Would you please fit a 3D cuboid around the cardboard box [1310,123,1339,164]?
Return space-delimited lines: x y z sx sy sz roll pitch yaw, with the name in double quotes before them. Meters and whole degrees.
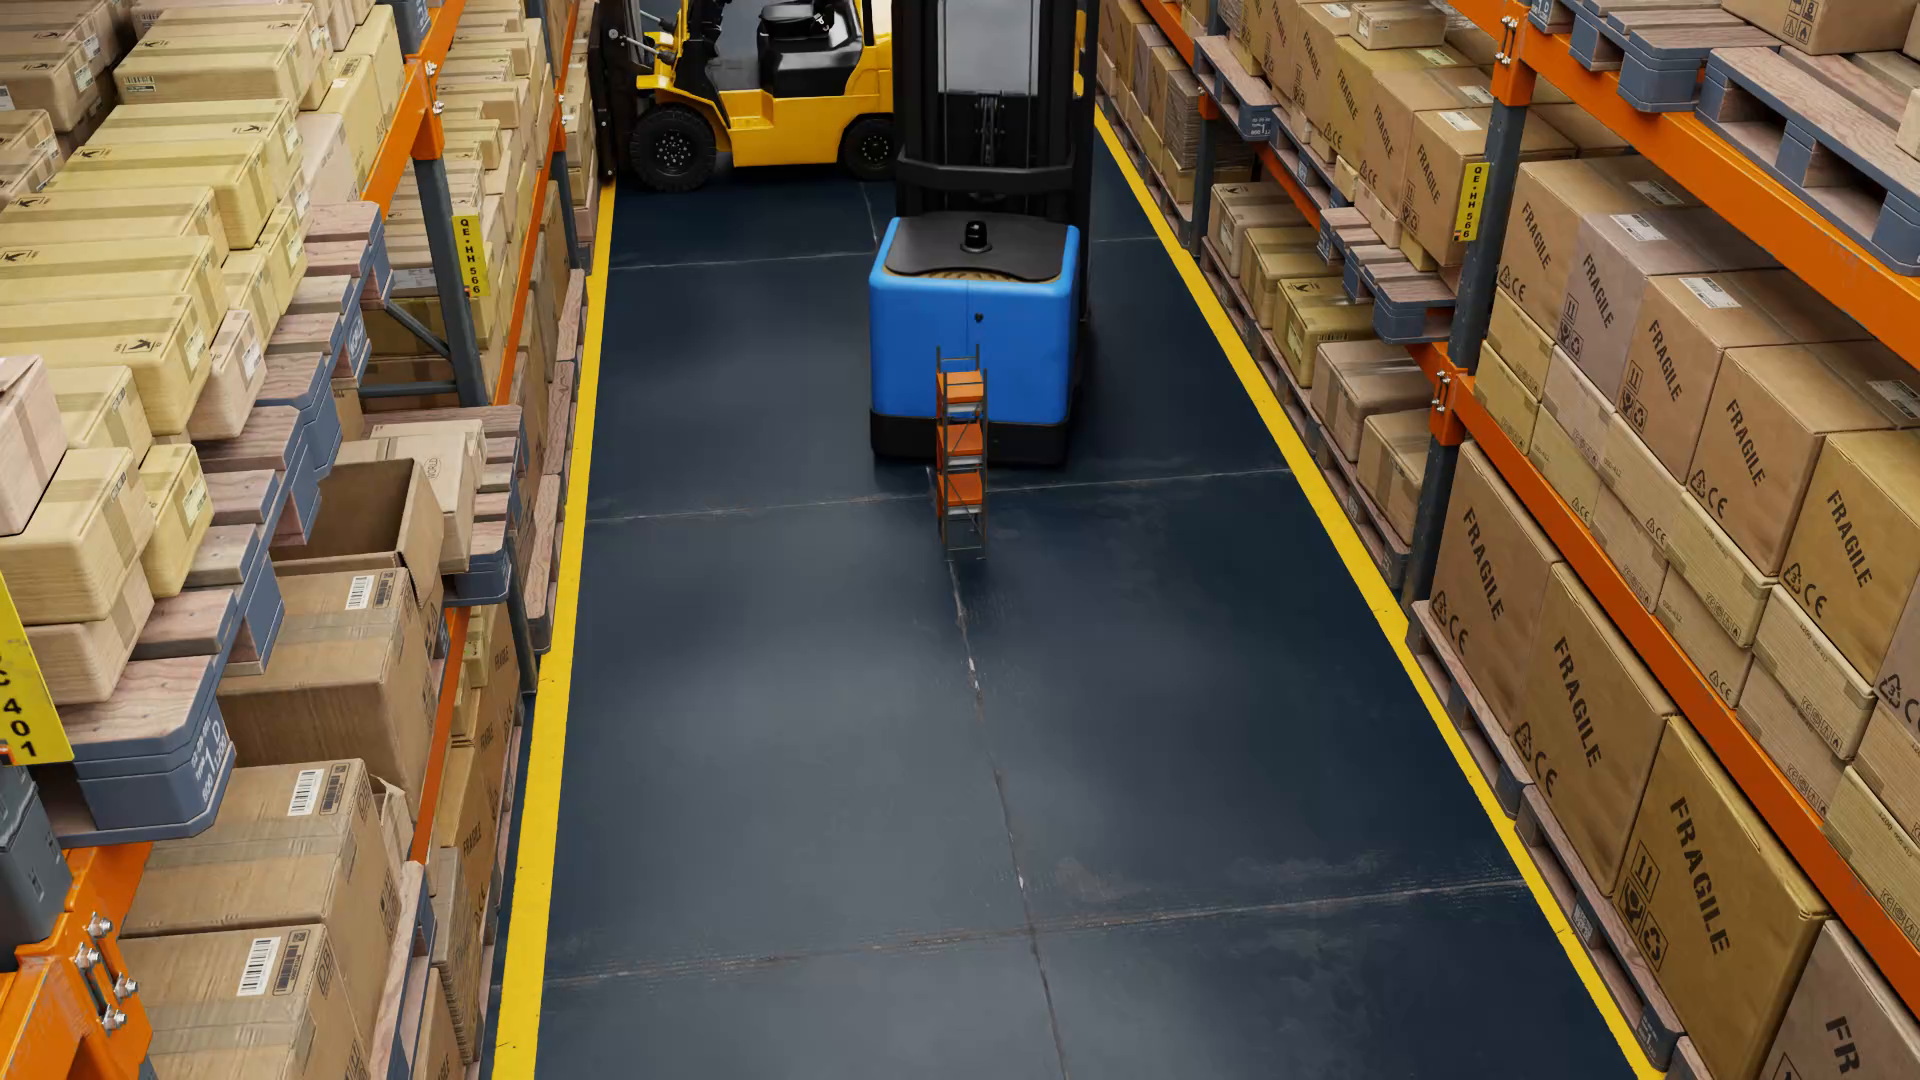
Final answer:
"cardboard box" 2.002 -2.031 8.418 0.380 0.149 0.250 -5 35 -8

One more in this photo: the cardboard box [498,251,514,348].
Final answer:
"cardboard box" -2.232 -1.045 7.253 0.500 0.250 0.500 -5 35 -7

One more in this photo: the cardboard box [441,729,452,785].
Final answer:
"cardboard box" -1.985 0.739 5.773 0.380 0.149 0.250 -3 34 -5

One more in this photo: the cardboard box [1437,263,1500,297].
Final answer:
"cardboard box" 2.289 -1.173 7.158 0.380 0.149 0.250 -3 34 -5

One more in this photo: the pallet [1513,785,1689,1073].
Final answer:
"pallet" 2.758 1.339 6.097 1.003 0.211 1.213 -4 35 -6

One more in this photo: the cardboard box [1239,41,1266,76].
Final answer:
"cardboard box" 1.814 -2.767 9.498 0.380 0.149 0.250 -4 34 -5

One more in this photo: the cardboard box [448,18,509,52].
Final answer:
"cardboard box" -2.591 -2.645 8.802 0.380 0.149 0.250 -4 35 -6

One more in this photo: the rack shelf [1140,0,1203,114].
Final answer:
"rack shelf" 1.759 -3.989 12.078 1.077 0.370 4.000 -4 35 -6

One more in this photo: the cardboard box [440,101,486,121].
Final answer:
"cardboard box" -2.418 -1.927 7.749 0.380 0.149 0.250 -4 35 -6

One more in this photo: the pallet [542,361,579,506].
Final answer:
"pallet" -2.585 -0.549 8.869 1.003 0.211 1.213 -4 35 -6

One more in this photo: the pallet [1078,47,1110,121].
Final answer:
"pallet" 1.575 -3.752 13.567 1.003 0.211 1.213 -4 35 -6

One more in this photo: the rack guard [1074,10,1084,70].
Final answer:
"rack guard" 1.500 -4.327 14.155 1.175 0.500 0.348 -4 35 -6

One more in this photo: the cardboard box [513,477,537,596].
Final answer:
"cardboard box" -2.422 -0.101 7.471 0.875 0.625 0.625 -3 34 -5

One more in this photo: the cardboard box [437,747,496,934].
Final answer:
"cardboard box" -1.952 1.091 5.832 0.500 0.500 0.500 -3 34 -4

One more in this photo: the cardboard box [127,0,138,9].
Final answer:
"cardboard box" -2.537 -1.518 4.665 0.380 0.149 0.250 -5 35 -7

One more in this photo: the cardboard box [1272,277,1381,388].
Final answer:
"cardboard box" 2.296 -1.176 9.273 0.950 0.372 0.625 -3 34 -5

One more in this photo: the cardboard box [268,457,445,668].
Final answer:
"cardboard box" -1.949 0.121 4.945 0.797 0.503 0.637 -5 35 -7

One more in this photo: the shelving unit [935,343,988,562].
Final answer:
"shelving unit" 0.007 -0.404 7.911 0.215 1.050 0.252 -4 35 -6

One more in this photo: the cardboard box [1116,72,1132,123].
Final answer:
"cardboard box" 1.472 -3.380 12.614 0.500 0.250 0.500 -2 34 -3

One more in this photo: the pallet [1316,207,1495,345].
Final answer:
"pallet" 2.365 -1.248 7.589 1.213 0.211 1.003 -4 35 -6

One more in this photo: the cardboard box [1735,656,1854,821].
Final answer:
"cardboard box" 2.677 0.558 4.901 0.500 0.250 0.500 -5 35 -8

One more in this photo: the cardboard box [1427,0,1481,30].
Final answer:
"cardboard box" 2.520 -2.410 8.397 0.500 0.500 0.500 -6 35 -8

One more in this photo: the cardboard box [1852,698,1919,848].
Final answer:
"cardboard box" 2.729 0.644 4.331 0.500 0.250 0.500 -4 34 -5

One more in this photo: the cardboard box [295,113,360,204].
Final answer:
"cardboard box" -1.907 -0.910 4.391 0.500 0.250 0.500 -4 35 -6

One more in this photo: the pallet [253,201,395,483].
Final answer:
"pallet" -1.975 -0.437 3.732 1.213 0.211 1.003 -4 35 -6

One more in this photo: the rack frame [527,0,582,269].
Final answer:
"rack frame" -2.890 -2.792 9.684 1.000 3.000 0.127 -4 35 -6

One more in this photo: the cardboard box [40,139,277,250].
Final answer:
"cardboard box" -1.661 -0.715 3.469 0.380 0.149 0.250 -4 34 -6

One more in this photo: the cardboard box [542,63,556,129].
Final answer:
"cardboard box" -2.563 -2.469 9.342 0.500 0.250 0.500 -4 34 -5

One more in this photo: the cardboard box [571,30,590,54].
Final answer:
"cardboard box" -2.844 -3.393 11.746 0.500 0.250 0.500 -5 35 -7

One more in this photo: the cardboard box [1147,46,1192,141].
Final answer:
"cardboard box" 1.612 -3.111 11.554 0.500 0.500 0.500 -4 34 -6

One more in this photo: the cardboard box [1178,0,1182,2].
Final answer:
"cardboard box" 1.646 -3.850 10.883 0.500 0.500 0.500 -3 34 -5

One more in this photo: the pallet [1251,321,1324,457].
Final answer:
"pallet" 2.302 -0.901 9.385 1.003 0.211 1.213 -4 35 -6

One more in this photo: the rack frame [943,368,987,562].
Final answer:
"rack frame" 0.024 -0.336 7.811 0.200 1.050 0.008 -4 35 -6

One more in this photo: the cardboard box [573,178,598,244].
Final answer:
"cardboard box" -2.627 -2.124 10.772 0.500 0.250 0.500 -4 34 -6

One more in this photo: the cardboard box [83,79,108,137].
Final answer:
"cardboard box" -2.467 -1.108 4.327 0.380 0.149 0.250 -5 35 -7

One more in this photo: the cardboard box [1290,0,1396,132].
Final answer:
"cardboard box" 2.008 -2.382 8.356 0.500 0.500 0.500 -6 35 -8

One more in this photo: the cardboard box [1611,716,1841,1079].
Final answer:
"cardboard box" 2.812 1.155 5.405 0.875 0.875 0.875 -3 34 -5

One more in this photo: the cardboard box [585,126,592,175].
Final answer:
"cardboard box" -2.719 -2.610 11.041 0.500 0.250 0.500 -5 35 -7

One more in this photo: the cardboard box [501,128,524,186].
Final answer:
"cardboard box" -2.382 -1.827 7.956 0.500 0.250 0.500 -4 34 -6

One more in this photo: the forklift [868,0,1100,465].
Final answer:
"forklift" 0.212 -2.419 9.197 1.130 2.935 3.031 4 34 6

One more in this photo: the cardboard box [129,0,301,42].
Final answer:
"cardboard box" -2.004 -1.411 4.509 0.380 0.149 0.250 -5 35 -7

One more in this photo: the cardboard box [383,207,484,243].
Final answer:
"cardboard box" -2.140 -1.218 6.709 0.380 0.149 0.250 -4 34 -5

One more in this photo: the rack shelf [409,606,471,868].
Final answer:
"rack shelf" -2.083 0.853 4.973 1.077 0.370 4.000 -4 35 -6

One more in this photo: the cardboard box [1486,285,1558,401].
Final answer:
"cardboard box" 2.389 -0.781 6.422 0.500 0.250 0.500 -5 35 -7

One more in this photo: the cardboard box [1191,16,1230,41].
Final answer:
"cardboard box" 1.683 -3.223 10.538 0.380 0.149 0.250 -5 35 -7

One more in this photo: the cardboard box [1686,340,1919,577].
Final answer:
"cardboard box" 2.585 -0.251 4.978 0.500 0.500 0.500 -4 34 -6

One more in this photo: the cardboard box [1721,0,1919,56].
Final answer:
"cardboard box" 2.887 -1.854 5.182 0.700 0.500 0.500 -6 35 -9

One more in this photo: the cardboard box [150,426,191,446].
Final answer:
"cardboard box" -1.592 -0.156 2.914 0.380 0.149 0.250 -4 34 -6

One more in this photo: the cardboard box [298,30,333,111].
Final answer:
"cardboard box" -1.964 -1.293 4.599 0.380 0.149 0.250 -4 35 -6

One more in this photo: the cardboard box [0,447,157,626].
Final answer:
"cardboard box" -1.420 -0.001 2.422 0.380 0.149 0.250 -3 34 -5
